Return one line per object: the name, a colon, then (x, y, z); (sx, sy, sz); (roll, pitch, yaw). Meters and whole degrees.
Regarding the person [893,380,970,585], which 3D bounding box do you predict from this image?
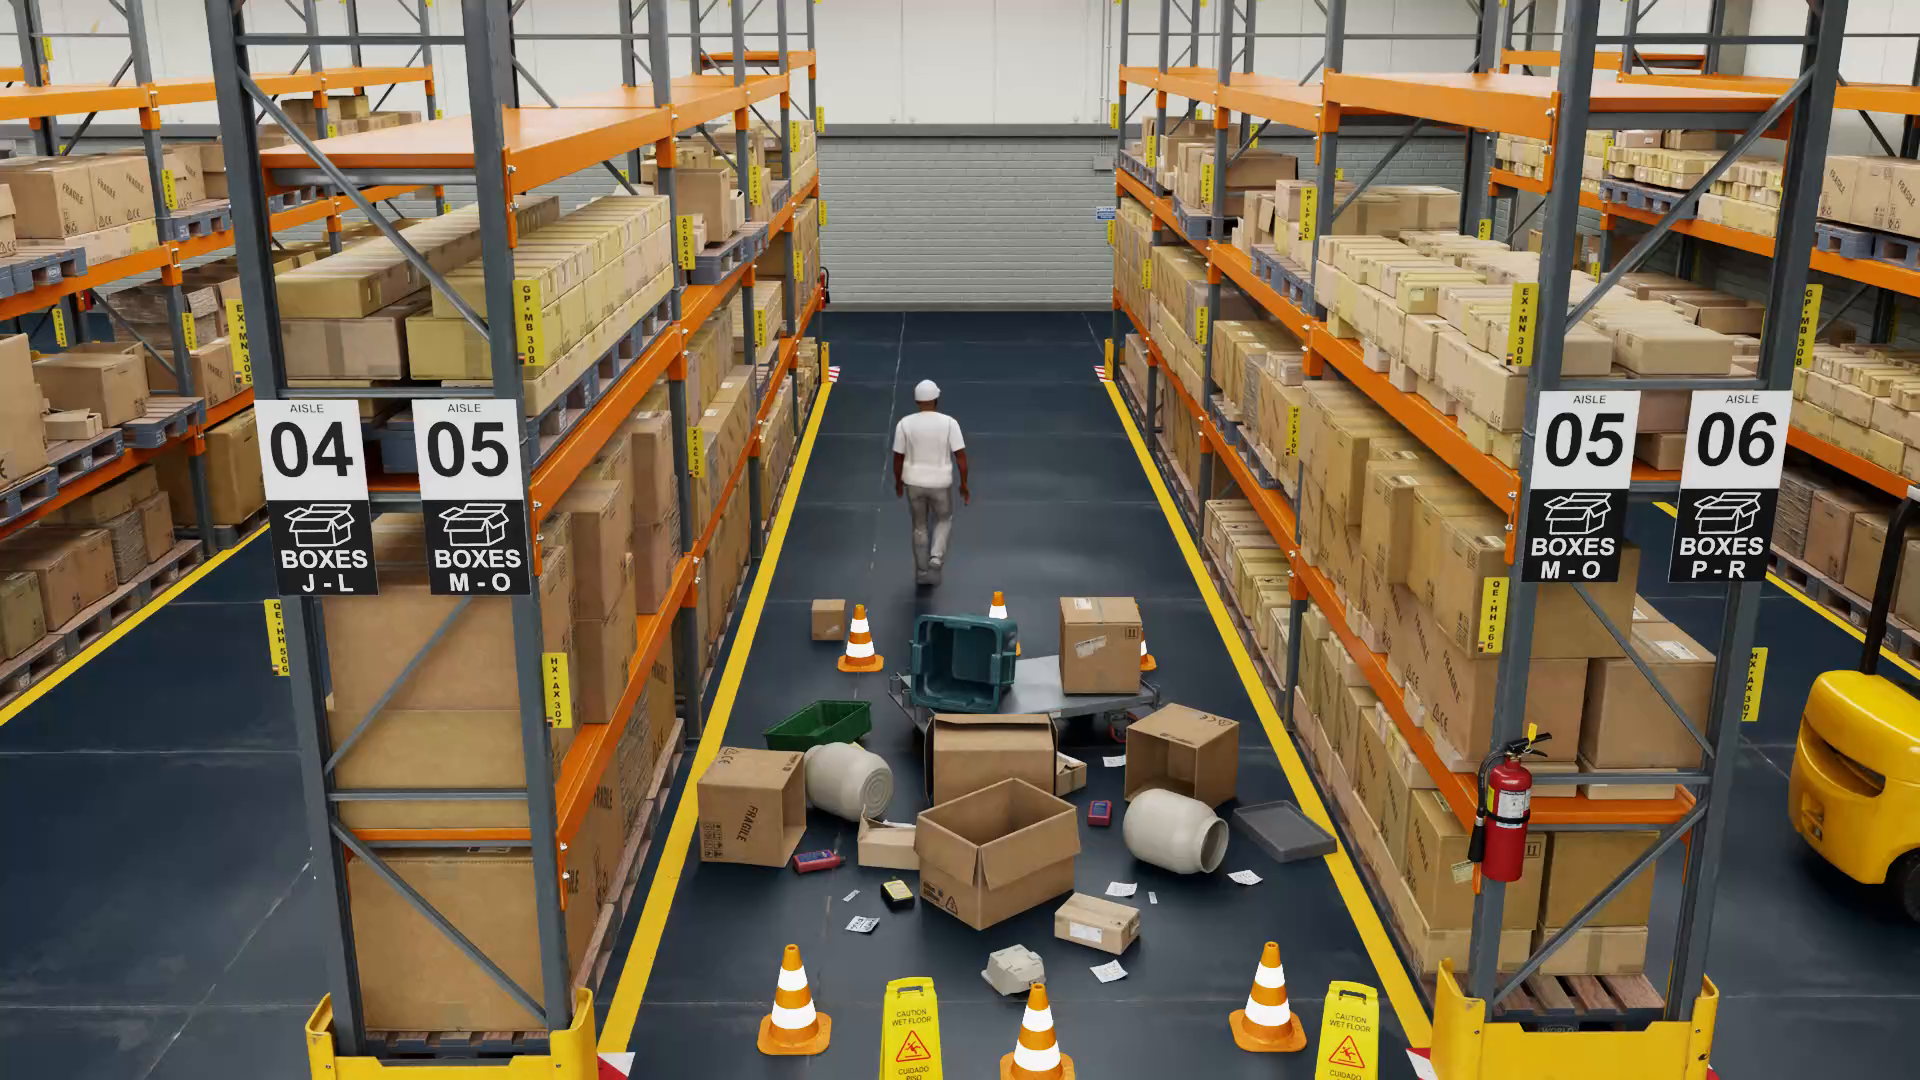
person: (-0.239, -0.463, 13.975); (0.657, 1.749, 0.555); (1, 17, 3)
